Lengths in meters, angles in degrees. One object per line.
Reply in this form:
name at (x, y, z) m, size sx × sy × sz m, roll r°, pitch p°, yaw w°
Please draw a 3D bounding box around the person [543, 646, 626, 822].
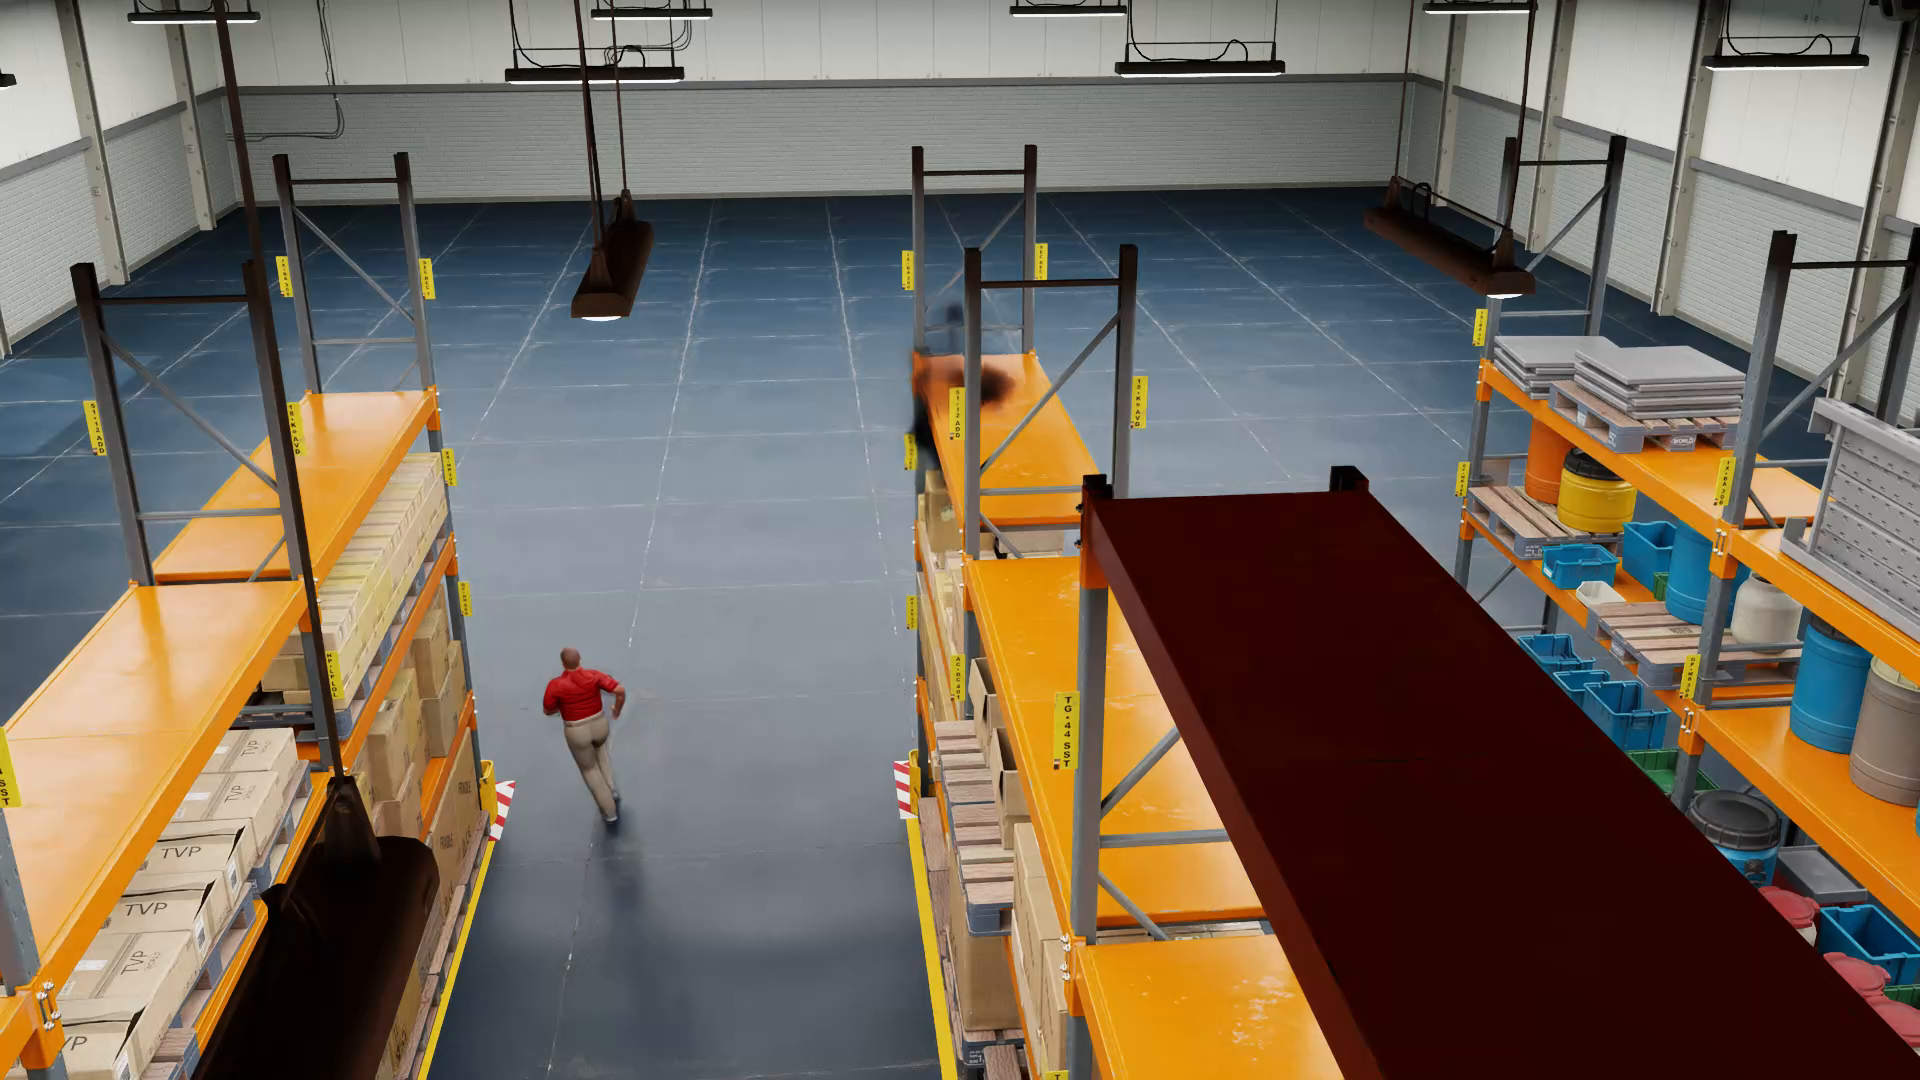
person at (-3.392, 1.740, 14.988) m, size 0.661 × 1.736 × 0.667 m, roll -14°, pitch 26°, yaw -32°
